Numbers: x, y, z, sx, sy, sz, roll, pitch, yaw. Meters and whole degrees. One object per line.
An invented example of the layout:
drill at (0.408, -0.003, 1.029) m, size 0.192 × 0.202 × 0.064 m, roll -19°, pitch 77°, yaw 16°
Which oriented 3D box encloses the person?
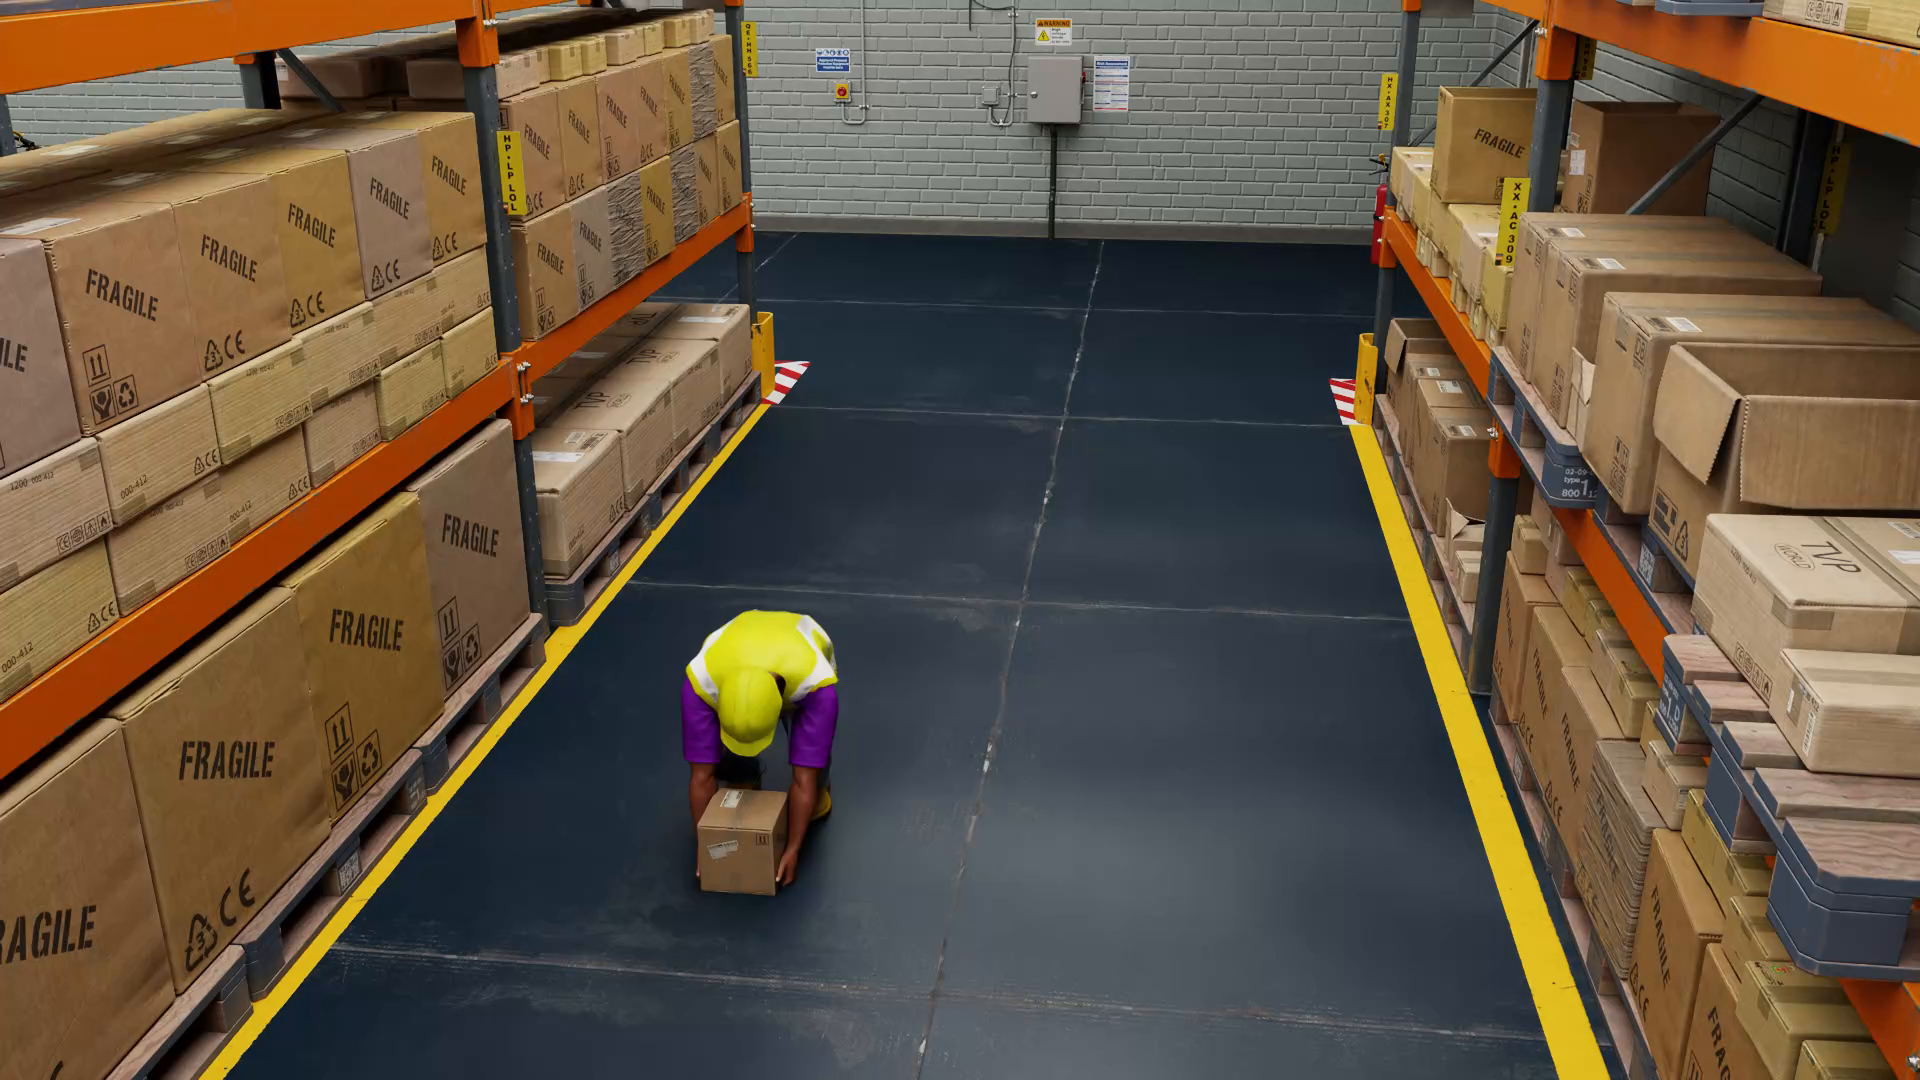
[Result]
person at (-0.659, 0.656, 5.739) m, size 0.530 × 0.811 × 0.959 m, roll 2°, pitch 21°, yaw 5°
